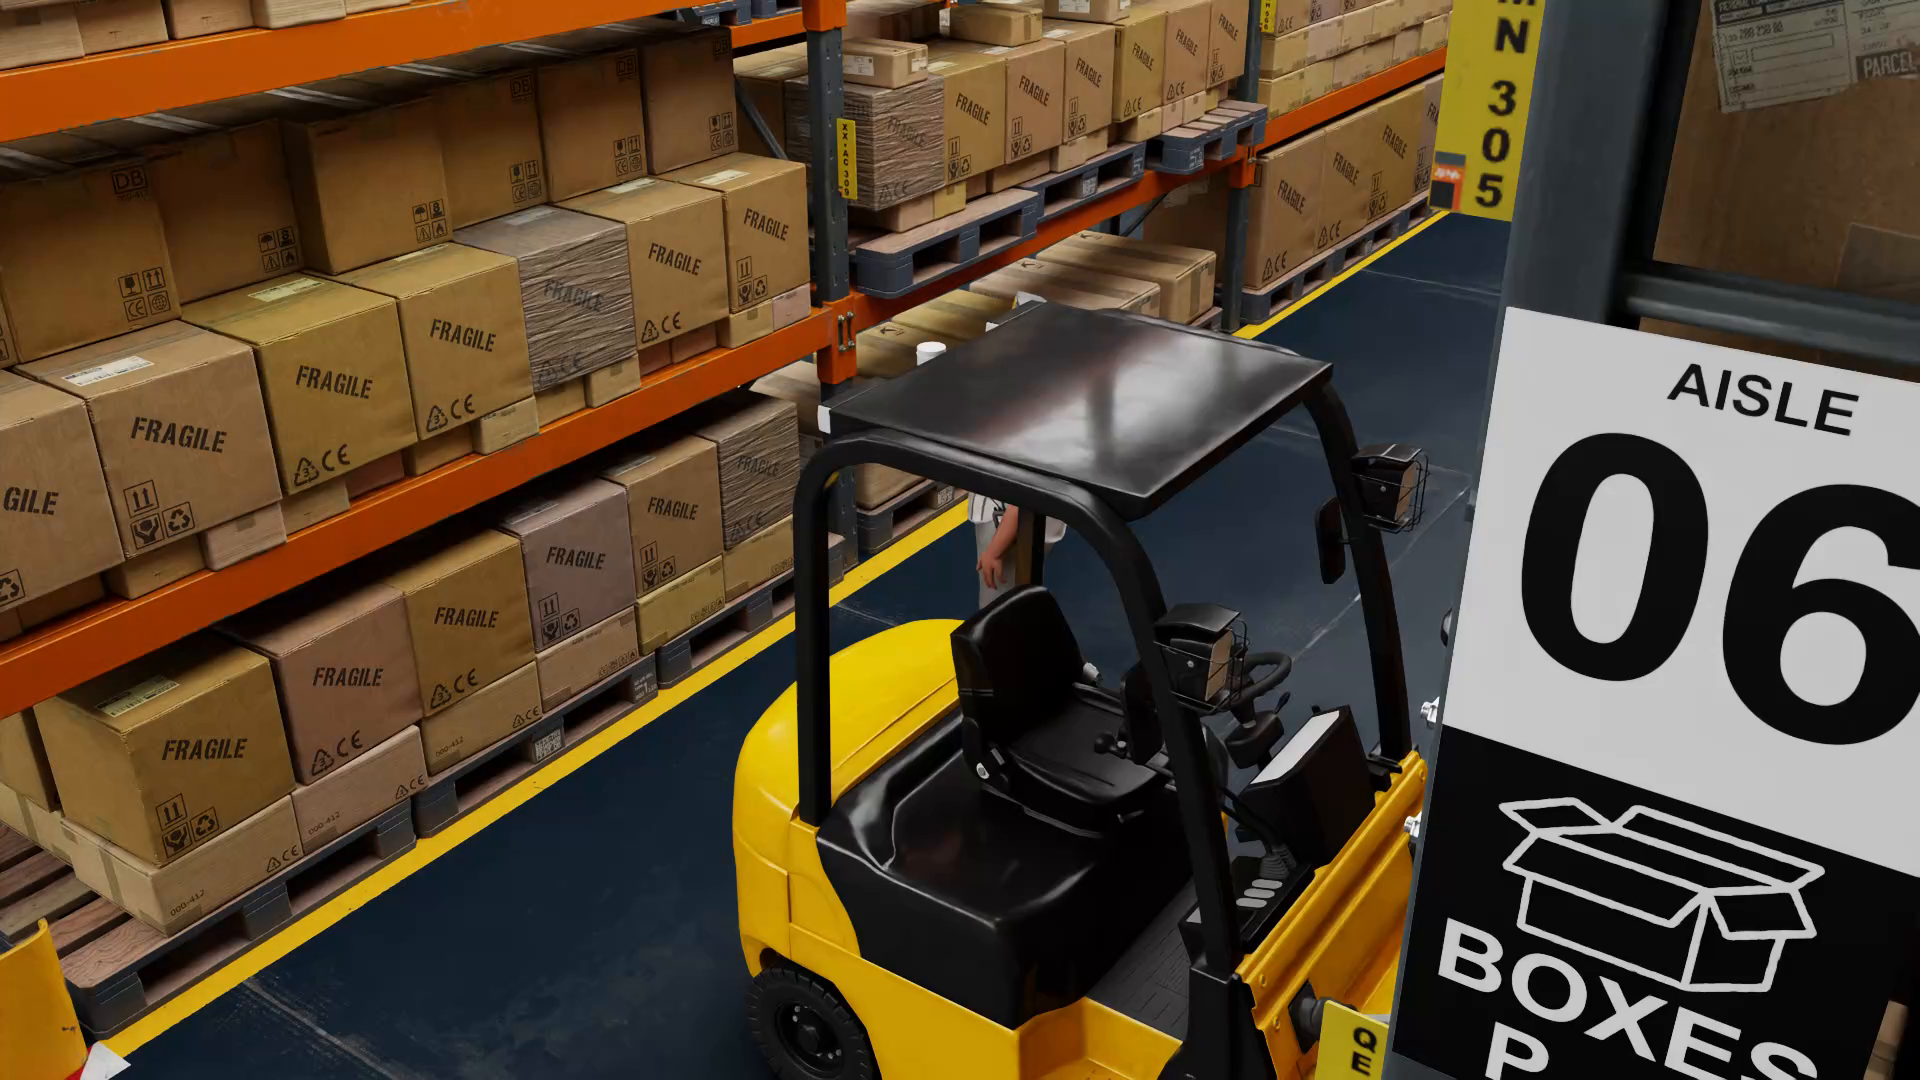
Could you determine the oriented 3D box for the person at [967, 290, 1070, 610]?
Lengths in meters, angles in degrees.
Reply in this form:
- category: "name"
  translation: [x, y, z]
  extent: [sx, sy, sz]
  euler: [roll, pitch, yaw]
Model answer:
- category: "person"
  translation: [0.136, -0.094, 6.241]
  extent: [0.575, 1.781, 0.640]
  euler: [5, 27, 9]
